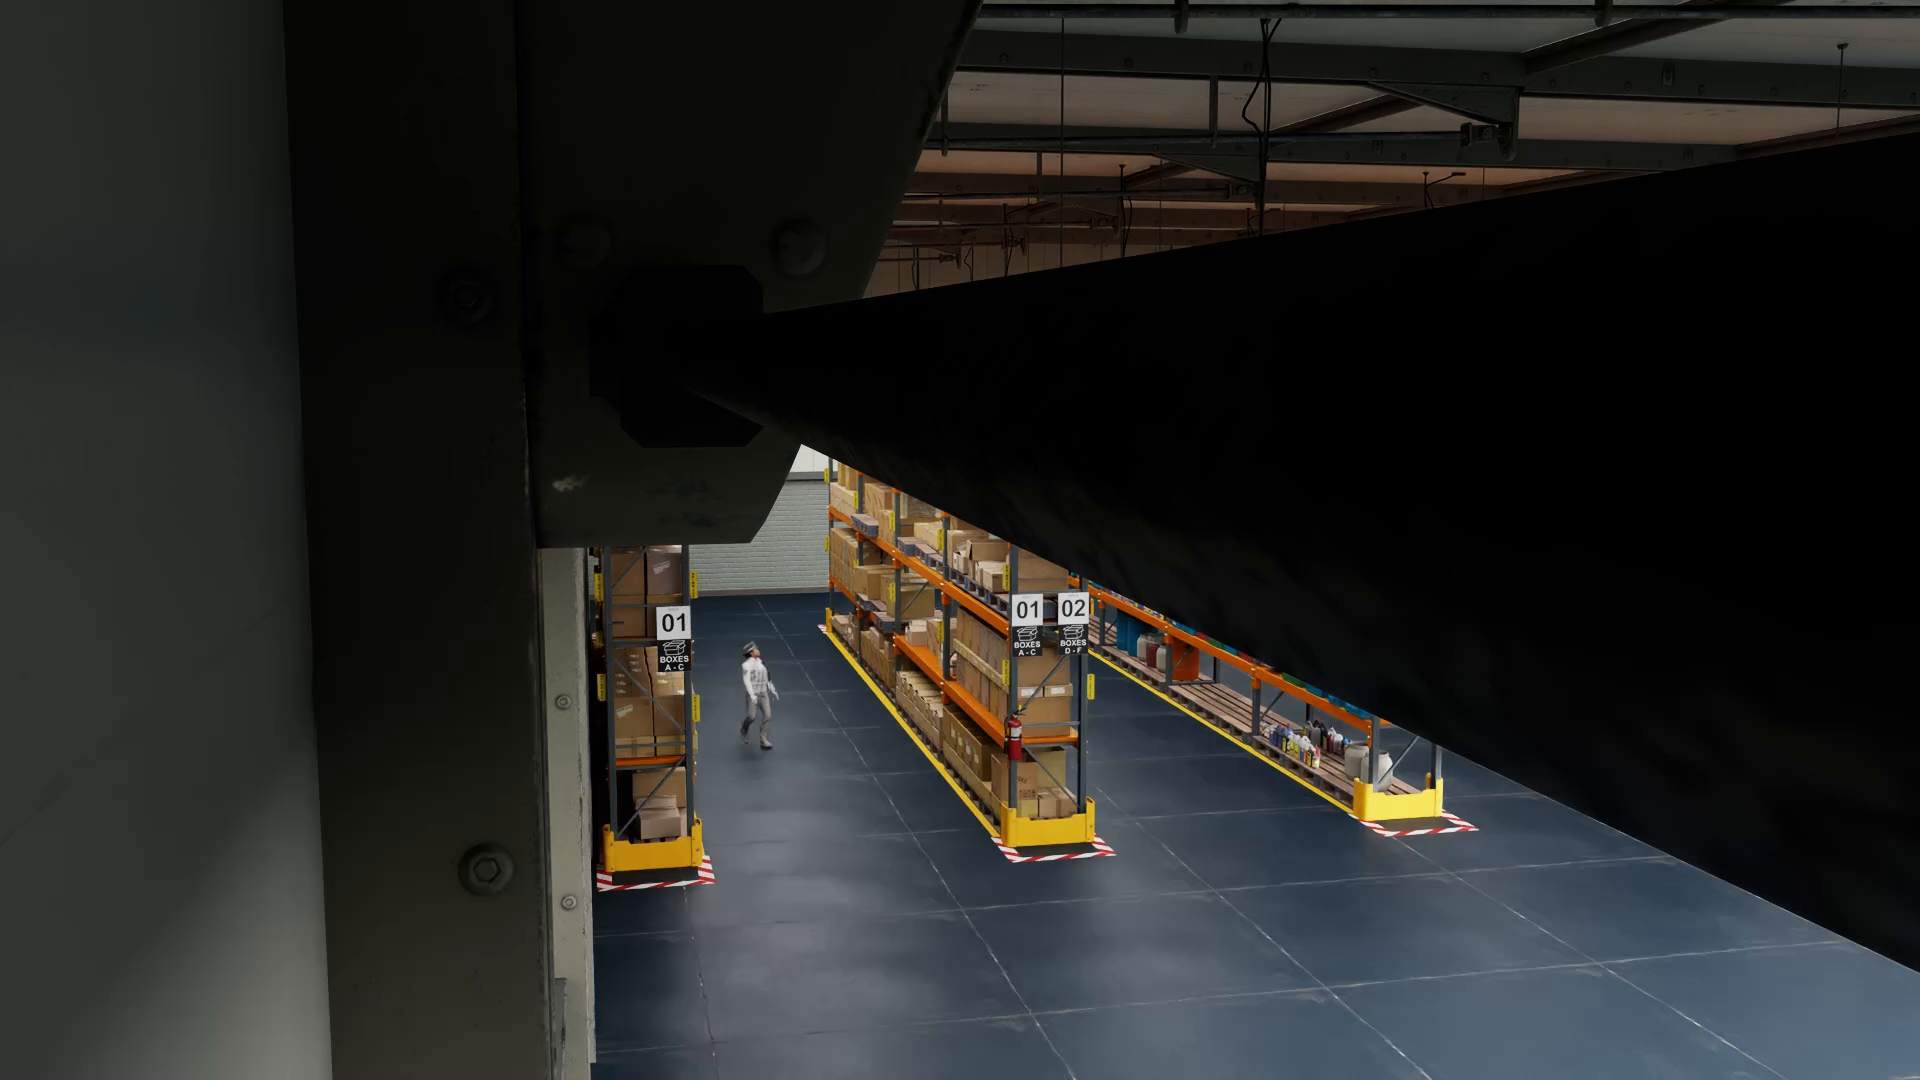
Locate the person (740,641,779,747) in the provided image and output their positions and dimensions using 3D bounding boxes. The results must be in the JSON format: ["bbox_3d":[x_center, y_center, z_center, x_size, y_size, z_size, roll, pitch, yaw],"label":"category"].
[{"bbox_3d":[-3.164,2.413,26.182,0.564,1.660,0.593,-7,9,-44],"label":"person"}]
